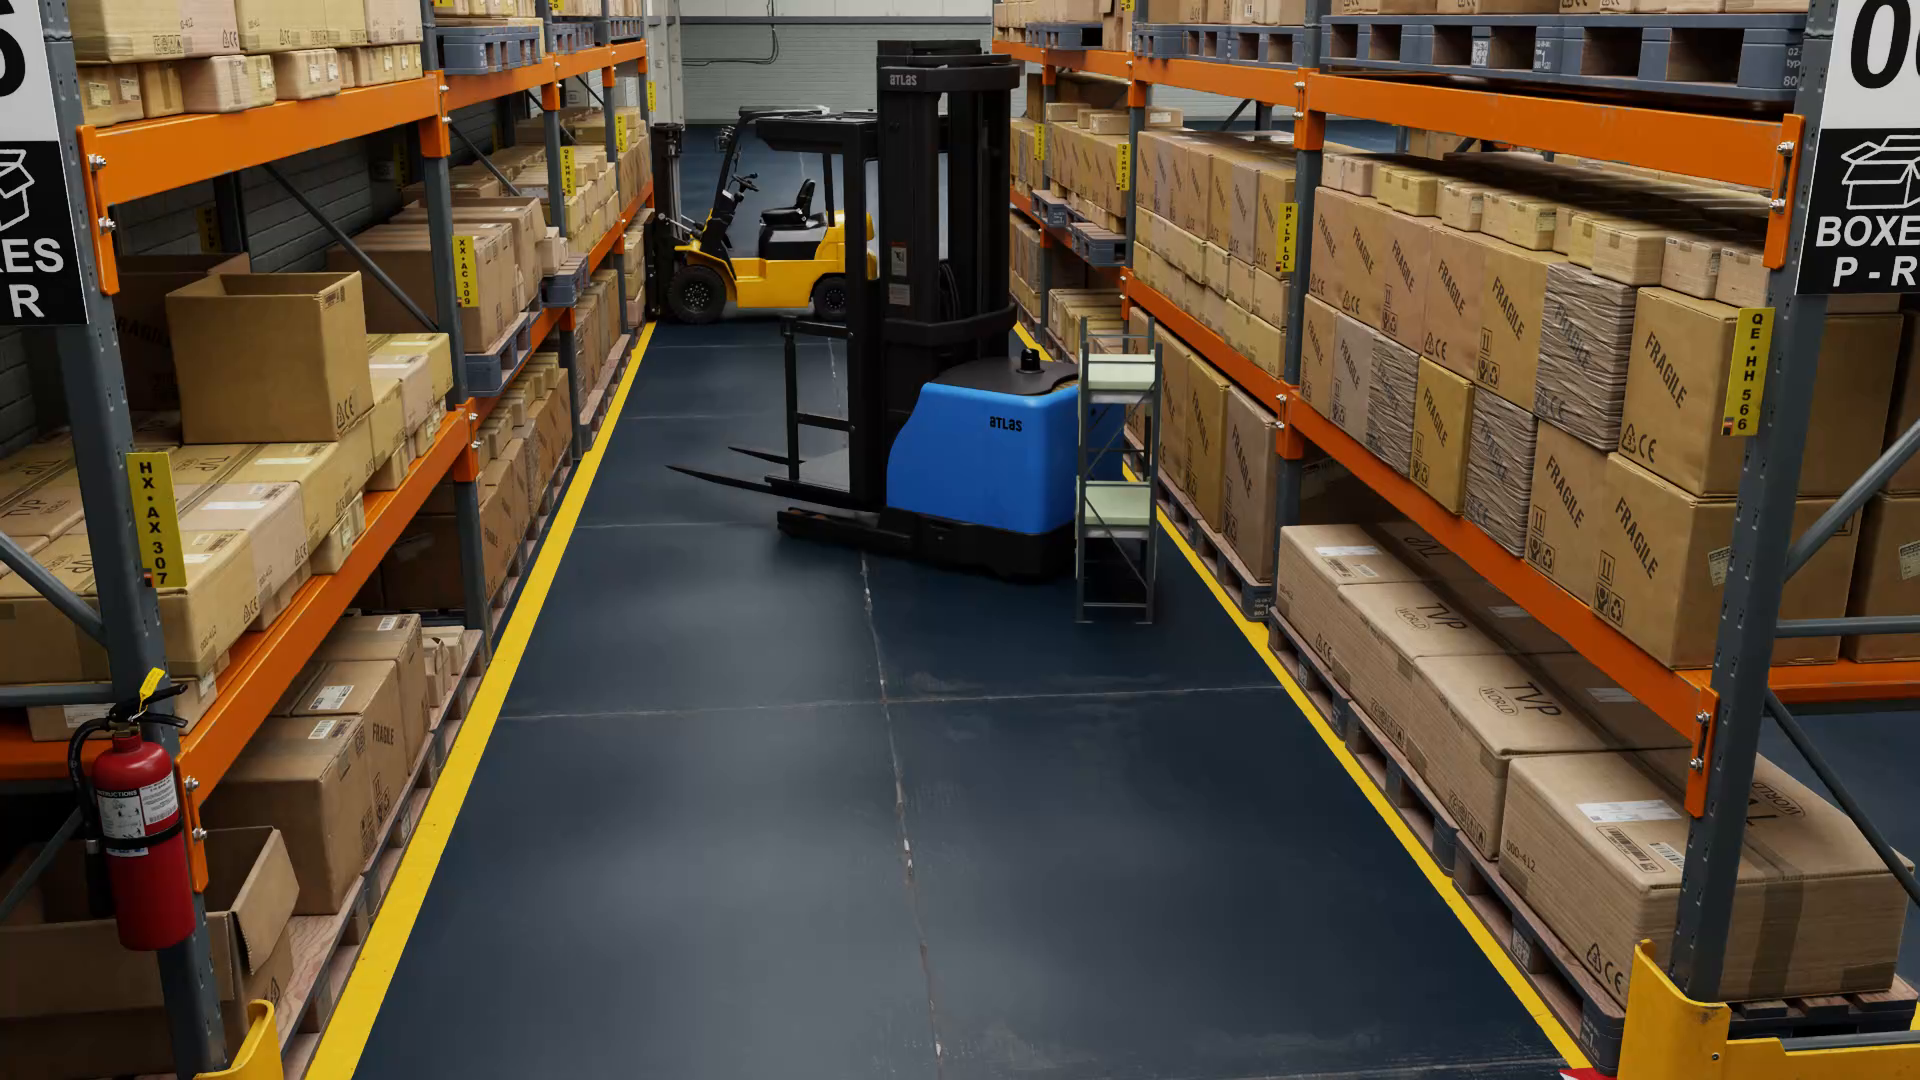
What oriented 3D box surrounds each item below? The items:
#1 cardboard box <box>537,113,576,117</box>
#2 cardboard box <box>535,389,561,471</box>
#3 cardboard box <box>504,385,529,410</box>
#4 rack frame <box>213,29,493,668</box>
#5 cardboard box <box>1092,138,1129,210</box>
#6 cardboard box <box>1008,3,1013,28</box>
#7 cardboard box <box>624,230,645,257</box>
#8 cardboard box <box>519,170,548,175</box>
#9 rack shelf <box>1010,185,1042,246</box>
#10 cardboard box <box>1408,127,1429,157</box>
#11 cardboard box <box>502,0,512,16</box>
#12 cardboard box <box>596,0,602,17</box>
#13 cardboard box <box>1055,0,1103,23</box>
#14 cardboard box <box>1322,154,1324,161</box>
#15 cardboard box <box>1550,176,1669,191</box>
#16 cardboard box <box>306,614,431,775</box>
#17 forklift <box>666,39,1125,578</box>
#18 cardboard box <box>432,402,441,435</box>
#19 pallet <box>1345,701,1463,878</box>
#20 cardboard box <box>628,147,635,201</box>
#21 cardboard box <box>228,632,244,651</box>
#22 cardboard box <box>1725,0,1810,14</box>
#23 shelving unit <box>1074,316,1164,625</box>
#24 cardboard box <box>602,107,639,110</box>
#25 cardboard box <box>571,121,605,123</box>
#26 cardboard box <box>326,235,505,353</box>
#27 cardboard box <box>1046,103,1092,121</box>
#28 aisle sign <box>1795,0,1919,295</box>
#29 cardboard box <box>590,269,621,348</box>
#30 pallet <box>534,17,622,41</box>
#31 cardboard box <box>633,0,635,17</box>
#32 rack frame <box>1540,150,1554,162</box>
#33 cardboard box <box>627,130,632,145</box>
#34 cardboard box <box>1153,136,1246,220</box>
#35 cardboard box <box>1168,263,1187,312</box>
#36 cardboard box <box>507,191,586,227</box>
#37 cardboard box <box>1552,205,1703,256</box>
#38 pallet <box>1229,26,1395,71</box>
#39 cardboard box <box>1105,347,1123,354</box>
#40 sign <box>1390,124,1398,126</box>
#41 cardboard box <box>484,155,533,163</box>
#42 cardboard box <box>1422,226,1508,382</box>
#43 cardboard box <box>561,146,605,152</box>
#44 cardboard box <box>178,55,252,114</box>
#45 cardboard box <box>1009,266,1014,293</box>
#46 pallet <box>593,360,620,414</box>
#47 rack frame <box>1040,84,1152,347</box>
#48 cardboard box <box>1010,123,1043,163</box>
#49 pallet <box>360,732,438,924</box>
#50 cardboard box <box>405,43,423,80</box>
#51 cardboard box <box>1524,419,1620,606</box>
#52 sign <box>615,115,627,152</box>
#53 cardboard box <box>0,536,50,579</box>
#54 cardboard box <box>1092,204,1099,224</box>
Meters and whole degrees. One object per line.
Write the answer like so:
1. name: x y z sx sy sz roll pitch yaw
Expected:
1. cardboard box: -4.211 -4.383 17.384 0.380 0.149 0.250 -2 18 -7
2. cardboard box: -2.936 -0.737 10.987 0.500 0.500 0.500 -2 18 -6
3. cardboard box: -2.881 -0.861 10.301 0.380 0.149 0.250 -2 18 -6
4. rack frame: -2.822 -0.806 7.736 1.000 3.000 0.127 -2 18 -6
5. cardboard box: 1.314 -2.823 12.795 0.500 0.500 0.500 -2 18 -7
6. cardboard box: 0.784 -5.575 17.674 0.500 0.250 0.500 -1 17 -4
7. cardboard box: -3.491 -3.009 16.974 0.500 0.250 0.500 -1 17 -4
8. cardboard box: -3.095 -2.692 12.493 0.380 0.149 0.250 -2 17 -5
9. rack shelf: 1.083 -3.596 17.826 1.077 0.370 4.000 -2 18 -6
10. cardboard box: 5.873 -4.681 19.829 0.875 0.550 0.550 -2 18 -6
11. cardboard box: -2.583 -2.847 8.780 0.380 0.149 0.250 -1 17 -4
12. cardboard box: -3.330 -4.618 14.151 0.500 0.311 0.500 -2 18 -7
13. cardboard box: 1.078 -4.417 13.779 0.500 0.250 0.500 -2 18 -6
14. cardboard box: 2.226 -1.925 9.465 0.500 0.500 0.500 -2 18 -7
15. cardboard box: 2.532 -1.330 6.486 0.380 0.149 0.250 -2 18 -7
16. cardboard box: -2.535 0.628 6.642 0.700 0.500 0.500 -2 18 -8
17. forklift: -0.515 -1.505 10.076 3.031 2.935 1.130 12 21 33
18. cardboard box: -2.490 -0.522 7.251 0.380 0.149 0.250 -1 17 -4
19. pallet: 2.244 0.963 6.756 1.003 0.211 1.213 -2 18 -6
20. cardboard box: -3.557 -3.683 16.733 0.500 0.500 0.500 -2 18 -6
21. cardboard box: -2.305 0.248 4.799 0.380 0.149 0.250 -2 18 -6
22. cardboard box: 2.391 -1.507 4.346 0.500 0.250 0.500 -3 18 -11
23. shelving unit: 0.835 -0.384 8.898 0.431 1.500 0.755 1 17 3
24. cardboard box: -3.757 -4.707 18.417 0.380 0.149 0.250 -2 18 -6
25. cardboard box: -3.537 -3.943 15.983 0.380 0.149 0.250 -2 18 -7
26. cardboard box: -2.650 -1.205 8.139 0.700 0.500 0.500 -1 17 -4
27. cardboard box: 0.986 -3.892 15.119 0.380 0.149 0.250 -2 18 -6
28. aisle sign: 2.226 -0.978 3.944 0.394 0.787 0.004 -2 18 -6
29. cardboard box: -3.583 -2.102 15.127 0.875 0.625 0.625 -1 17 -3
30. pallet: -3.761 -4.832 15.699 1.003 0.211 1.213 -2 18 -6
31. cardboard box: -3.646 -5.683 17.620 0.396 0.266 0.258 -2 18 -5
32. rack frame: 6.203 -3.527 16.403 1.000 3.000 0.127 -2 18 -6
33. cardboard box: -3.558 -4.111 17.014 0.380 0.149 0.250 -2 18 -7
34. cardboard box: 1.570 -2.375 10.897 0.500 0.500 0.500 -2 18 -5
35. cardboard box: 1.621 -1.618 10.573 0.500 0.250 0.500 -1 17 -4
36. cardboard box: -3.088 -2.453 12.400 0.500 0.250 0.500 -1 17 -4
37. cardboard box: 2.189 -1.009 5.464 0.380 0.149 0.250 -2 18 -6
38. pallet: 1.971 -2.572 8.673 0.805 0.209 1.217 -2 18 -8
39. cardboard box: 1.654 -1.267 12.892 0.950 0.372 0.625 -3 18 -9
40. sign: 5.237 -5.154 20.009 0.100 0.325 0.005 -2 18 -6
41. cardboard box: -3.777 -3.129 13.885 0.380 0.149 0.250 -2 18 -6
42. cardboard box: 2.060 -0.882 6.142 0.500 0.500 0.500 -2 18 -6
43. cardboard box: -3.391 -3.452 14.914 0.380 0.149 0.250 -1 17 -4
44. cardboard box: -2.197 -1.259 4.592 0.380 0.149 0.250 -1 17 -4
45. cardboard box: 0.799 -2.861 18.171 0.500 0.250 0.500 -1 17 -2
46. pallet: -3.404 -1.276 13.890 1.003 0.211 1.213 -2 18 -6
47. rack frame: 1.289 -3.344 15.820 1.000 3.000 0.127 -2 18 -6
48. cardboard box: 0.760 -4.269 18.105 0.500 0.500 0.500 -2 18 -7
49. pallet: -2.623 1.094 6.342 1.003 0.211 1.213 -2 18 -6
50. cardboard box: -2.491 -2.019 7.012 0.380 0.149 0.250 -2 18 -6
51. cardboard box: 2.177 -0.102 5.327 0.500 0.500 0.500 -2 18 -7
52. sign: -3.109 -3.724 15.229 0.100 0.325 0.005 -2 18 -6
53. cardboard box: -2.721 0.187 4.328 0.500 0.250 0.500 -1 17 -4
54. cardboard box: 1.246 -2.549 13.008 0.380 0.149 0.250 -3 18 -8
